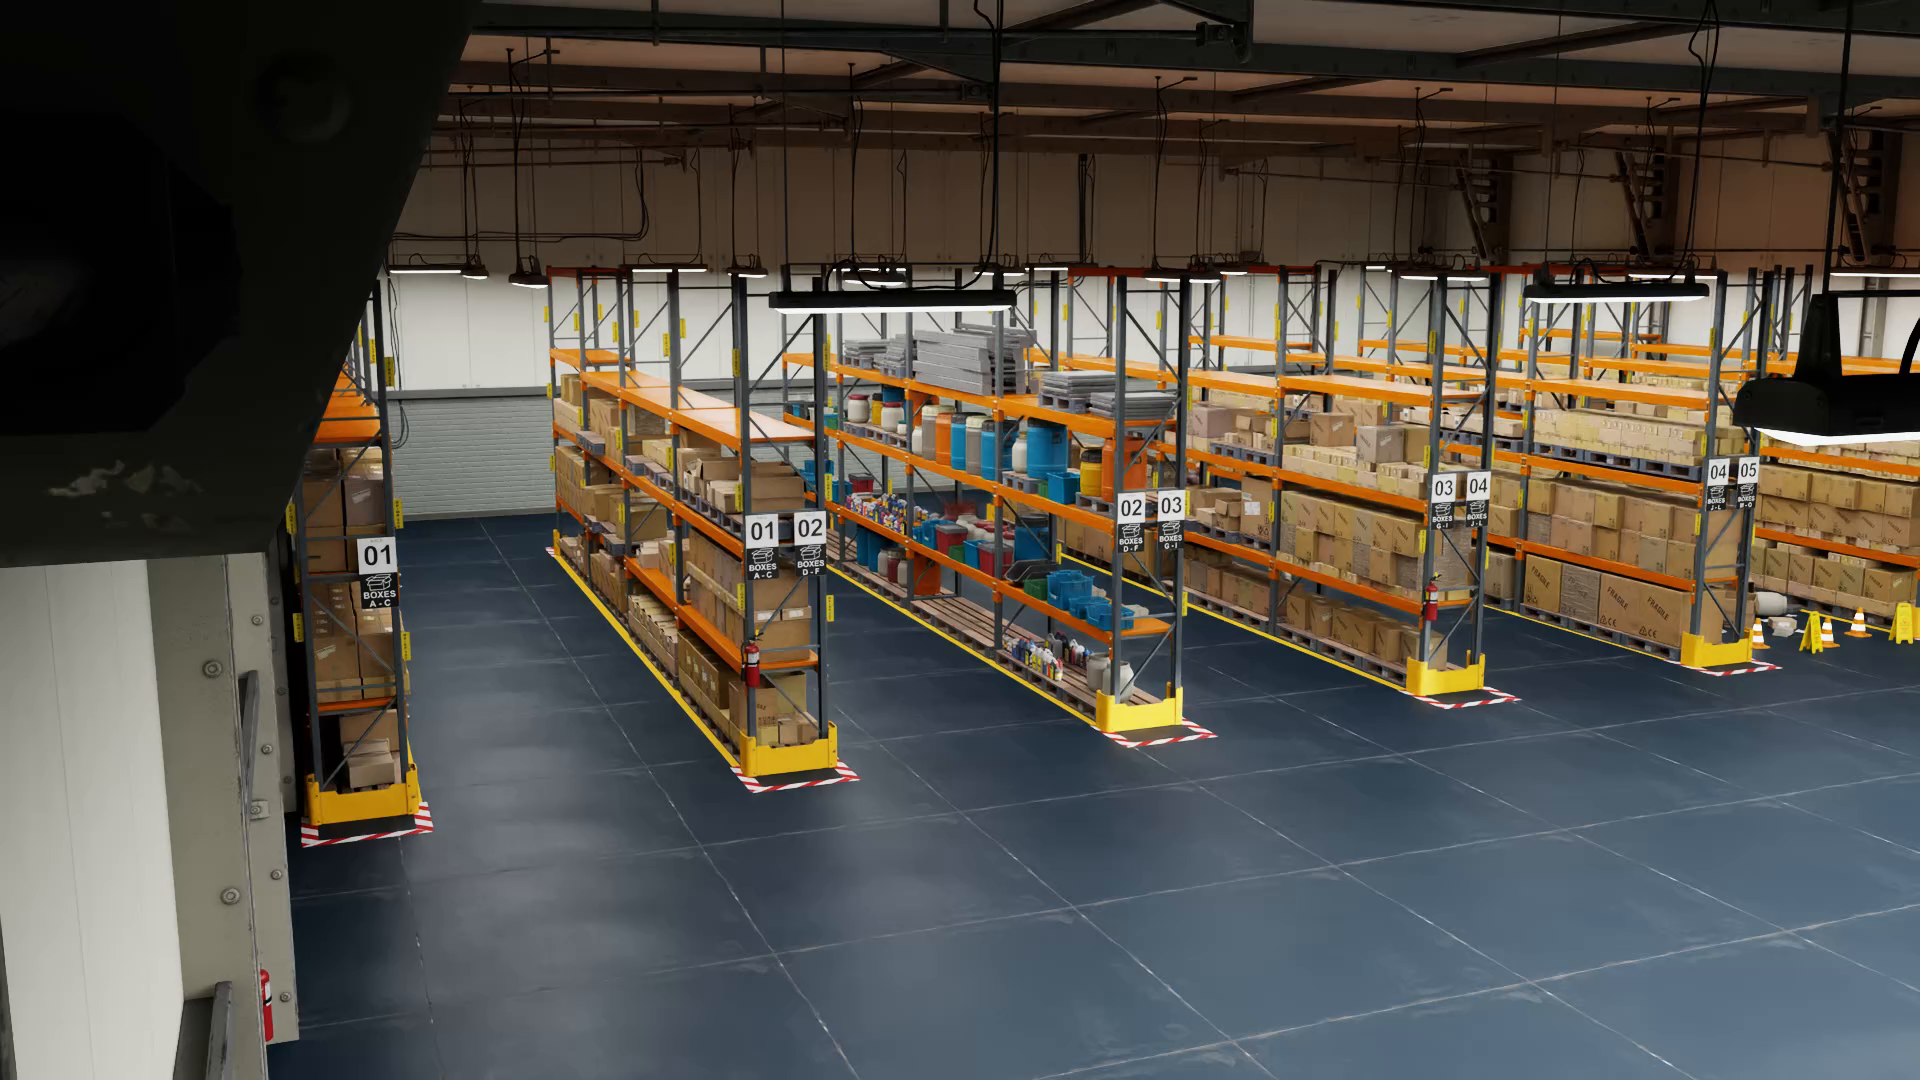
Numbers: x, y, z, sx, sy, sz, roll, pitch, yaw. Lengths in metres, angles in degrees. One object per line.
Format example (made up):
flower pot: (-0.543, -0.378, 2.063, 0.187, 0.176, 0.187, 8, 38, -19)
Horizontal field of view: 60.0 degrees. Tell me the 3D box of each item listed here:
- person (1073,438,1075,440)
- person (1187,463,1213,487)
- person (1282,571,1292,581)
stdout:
person: (2.930, -1.804, 42.260, 0.455, 1.595, 1.033, -4, 11, -24)
person: (5.242, -0.819, 36.211, 0.590, 1.712, 1.129, -3, 10, -19)
person: (5.932, 0.111, 30.886, 0.585, 1.785, 0.521, -3, 10, -15)
